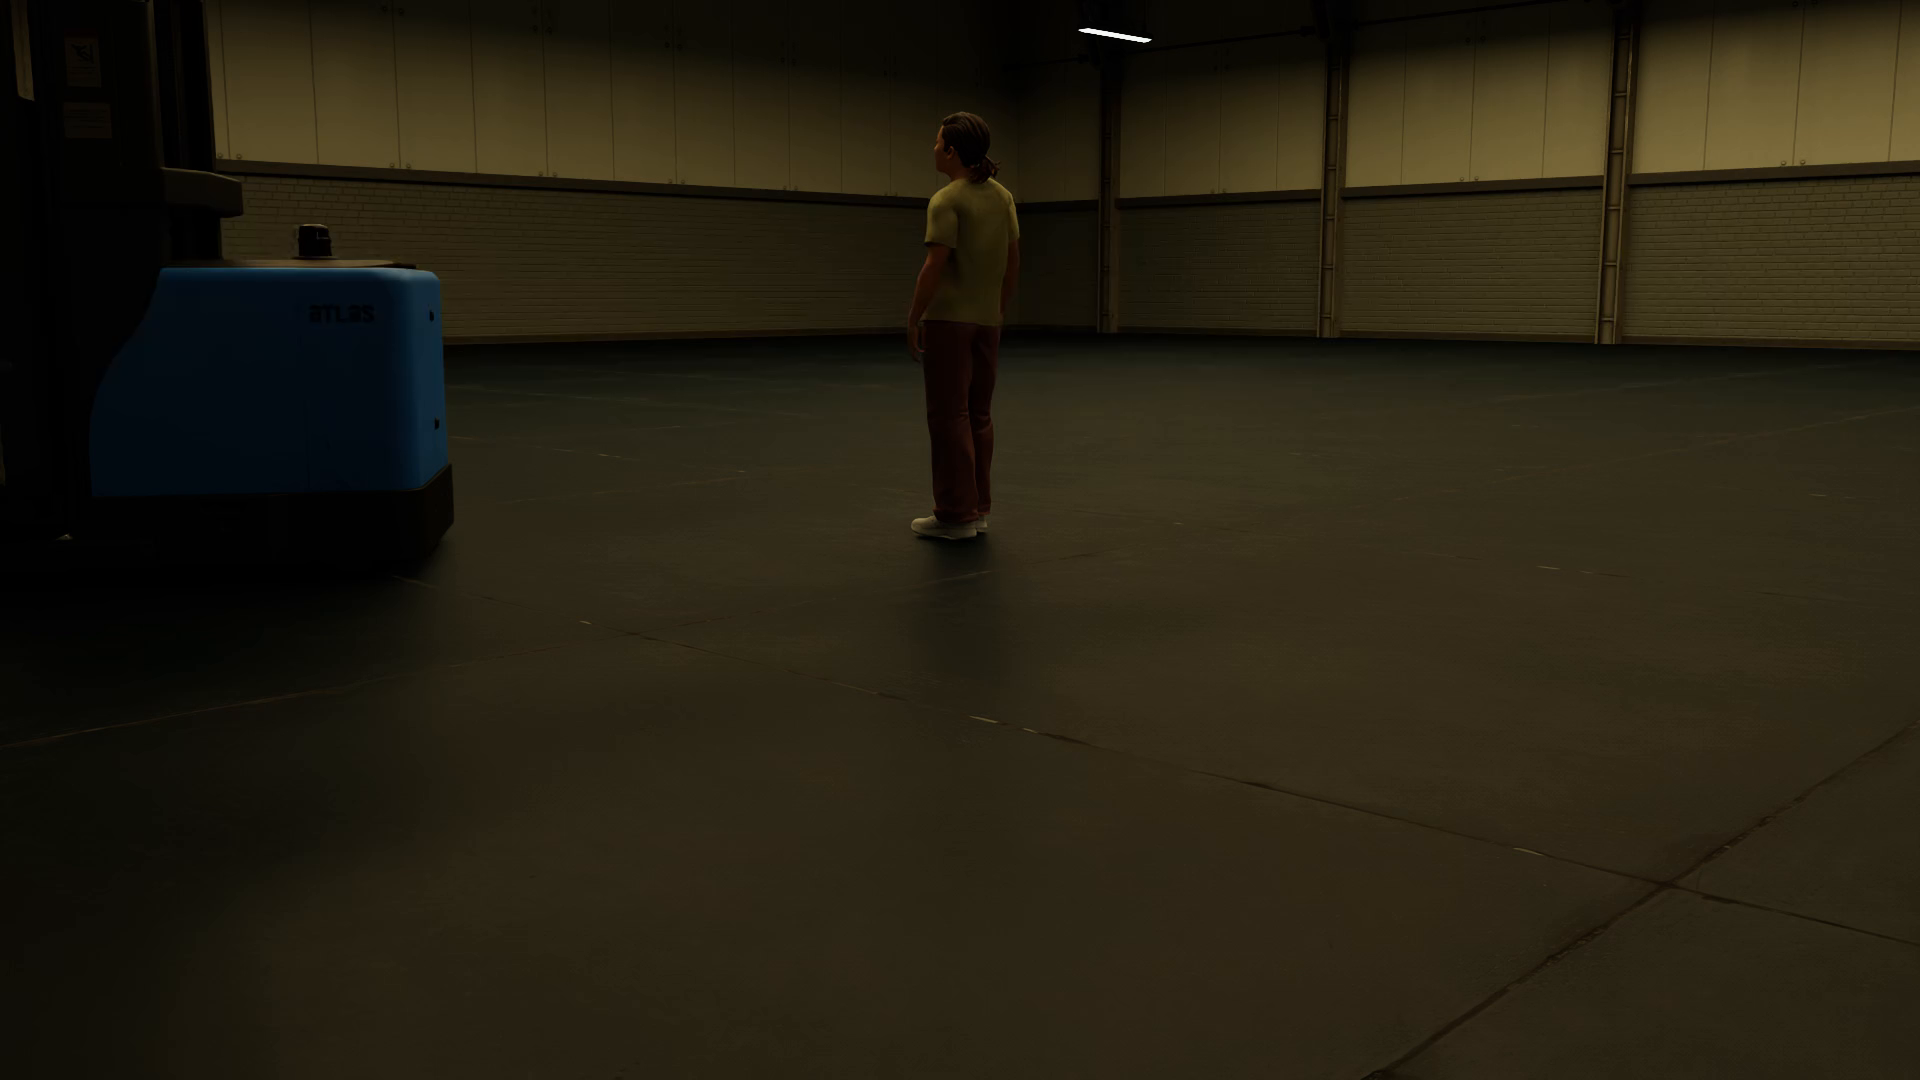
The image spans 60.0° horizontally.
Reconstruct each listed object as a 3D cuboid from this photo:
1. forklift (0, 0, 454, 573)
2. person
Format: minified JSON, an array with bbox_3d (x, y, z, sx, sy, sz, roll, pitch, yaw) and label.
[{"bbox_3d":[-3.453,-1.347,5.819,3.031,2.935,1.130,-2,9,-11],"label":"forklift"},{"bbox_3d":[-0.046,-0.845,6.651,0.548,1.673,0.554,8,12,43],"label":"person"}]
